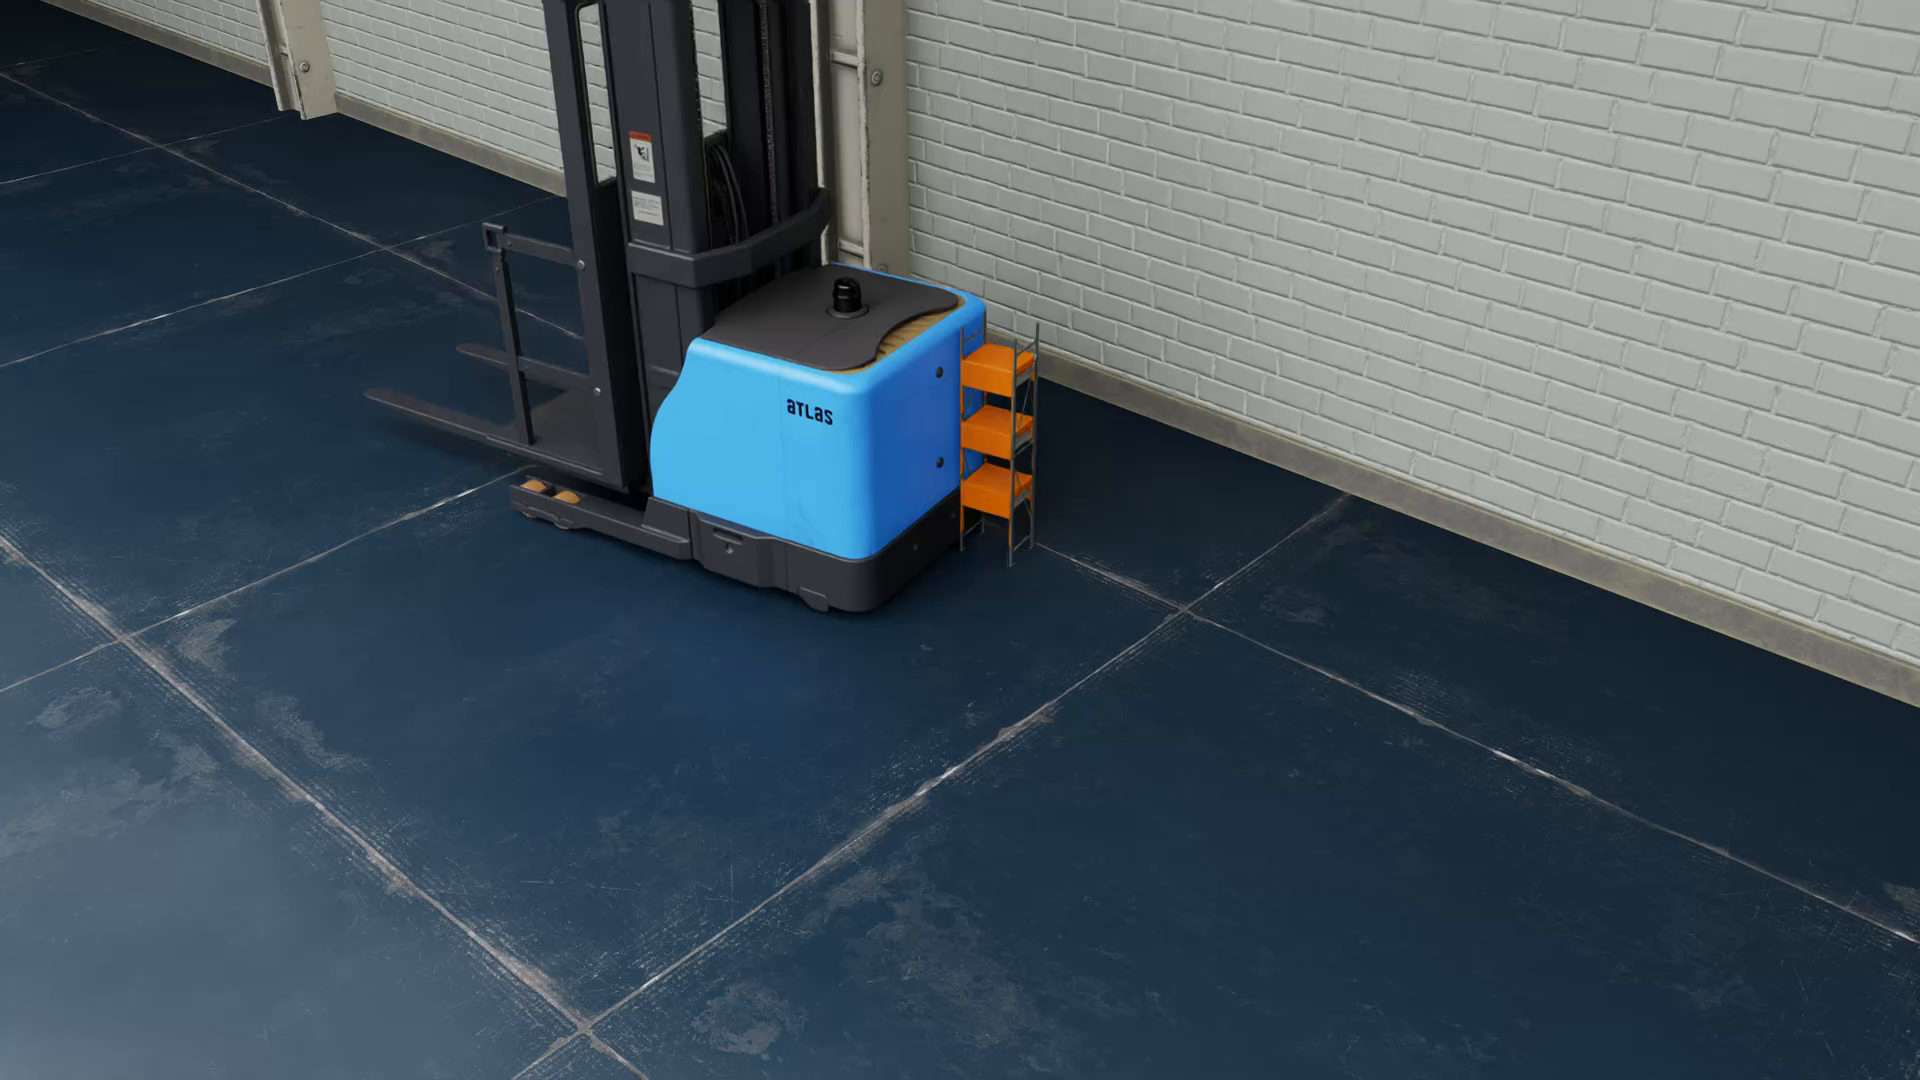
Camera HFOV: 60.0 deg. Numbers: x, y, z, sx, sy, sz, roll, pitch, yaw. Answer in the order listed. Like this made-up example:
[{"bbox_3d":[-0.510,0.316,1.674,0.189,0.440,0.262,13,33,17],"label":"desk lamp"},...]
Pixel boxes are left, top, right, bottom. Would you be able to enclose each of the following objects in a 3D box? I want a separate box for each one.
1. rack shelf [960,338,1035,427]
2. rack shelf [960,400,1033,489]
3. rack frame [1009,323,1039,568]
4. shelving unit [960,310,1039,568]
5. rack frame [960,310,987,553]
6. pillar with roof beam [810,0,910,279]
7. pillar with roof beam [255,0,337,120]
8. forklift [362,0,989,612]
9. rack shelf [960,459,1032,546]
[{"bbox_3d":[0.159,-0.642,6.769,0.240,0.259,0.215,17,35,26],"label":"rack shelf"},{"bbox_3d":[0.159,-0.399,6.915,0.240,0.259,0.215,17,35,26],"label":"rack shelf"},{"bbox_3d":[0.263,-0.376,6.856,0.008,1.050,0.200,17,35,26],"label":"rack frame"},{"bbox_3d":[0.159,-0.408,6.910,0.252,1.050,0.215,17,35,26],"label":"shelving unit"},{"bbox_3d":[0.054,-0.440,6.963,0.008,1.050,0.200,17,35,26],"label":"rack frame"},{"bbox_3d":[-3.407,-3.415,4.198,0.400,9.000,9.100,25,39,35],"label":"pillar with roof beam"},{"bbox_3d":[-7.855,-5.492,7.647,0.400,9.000,9.100,25,39,35],"label":"pillar with roof beam"},{"bbox_3d":[-1.406,-1.517,6.929,3.031,2.935,1.130,17,35,26],"label":"forklift"},{"bbox_3d":[0.159,-0.161,7.059,0.240,0.259,0.215,17,35,26],"label":"rack shelf"}]
